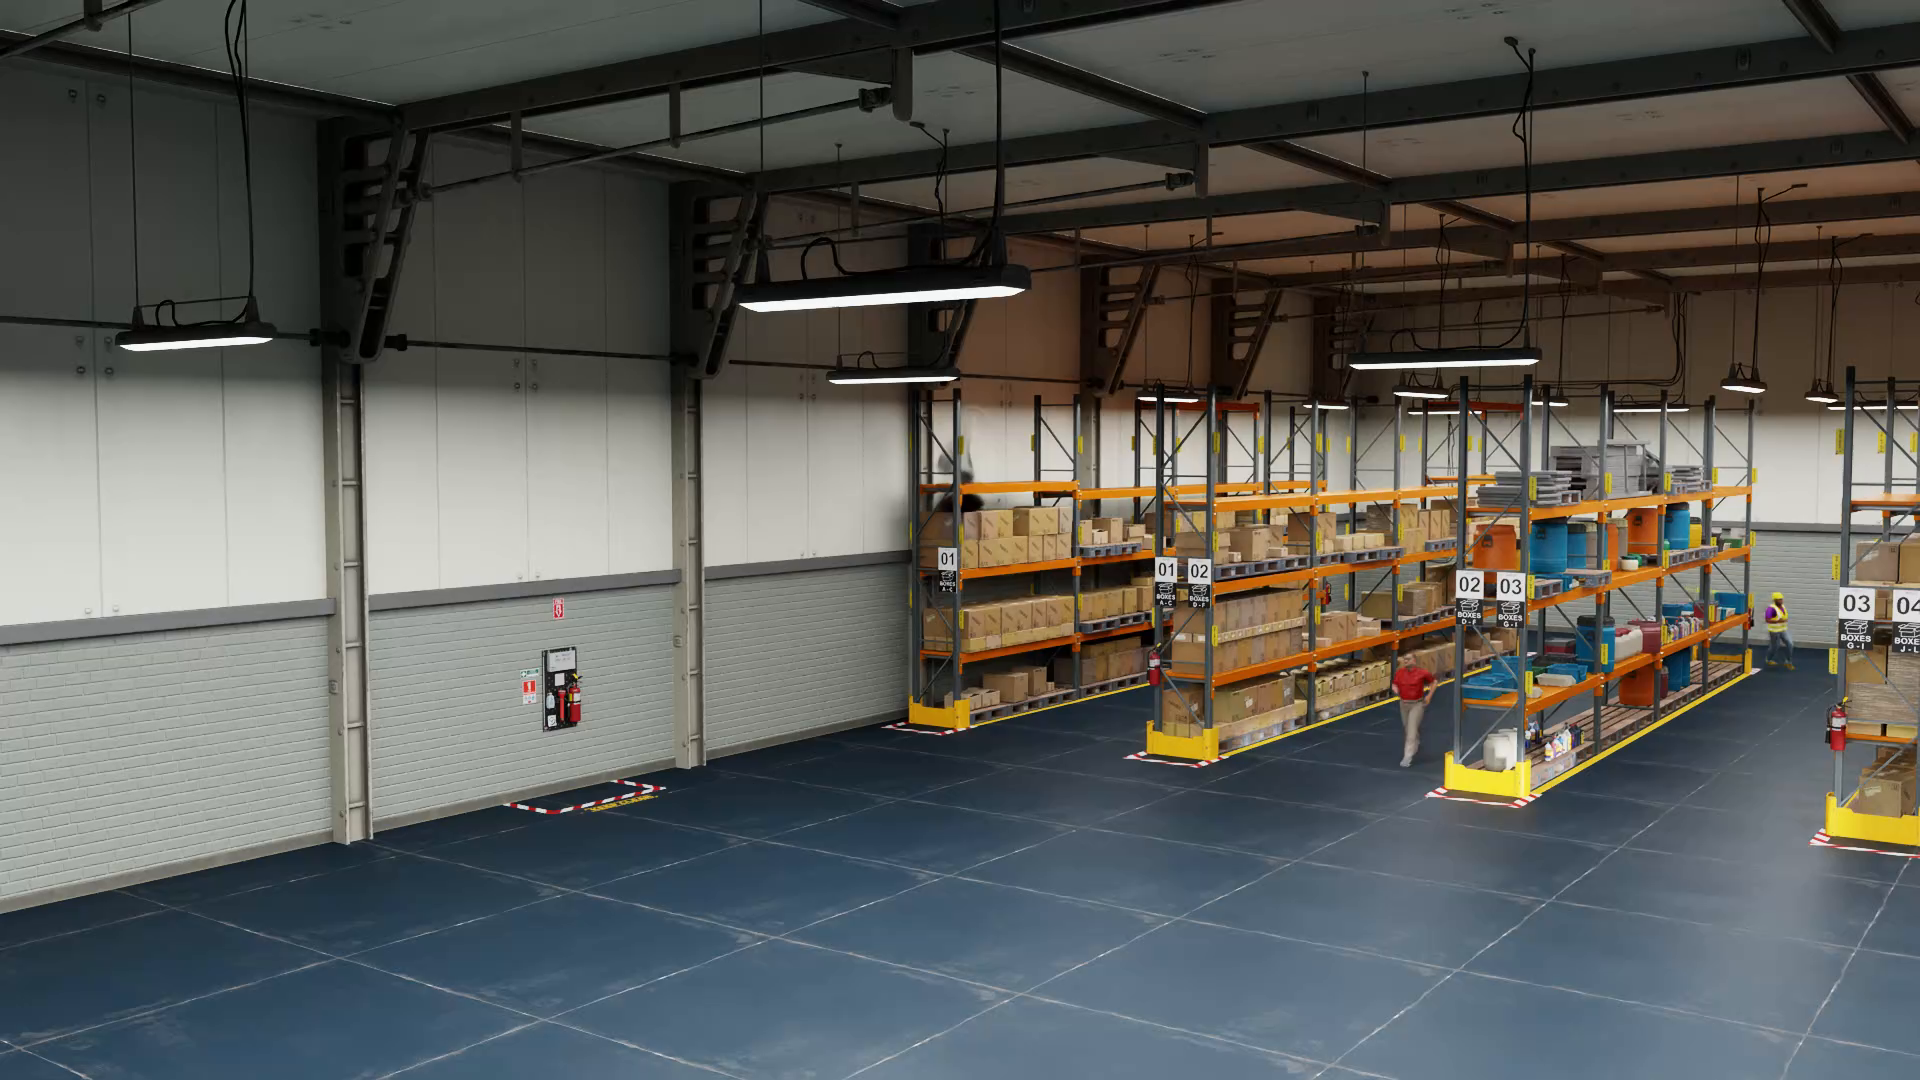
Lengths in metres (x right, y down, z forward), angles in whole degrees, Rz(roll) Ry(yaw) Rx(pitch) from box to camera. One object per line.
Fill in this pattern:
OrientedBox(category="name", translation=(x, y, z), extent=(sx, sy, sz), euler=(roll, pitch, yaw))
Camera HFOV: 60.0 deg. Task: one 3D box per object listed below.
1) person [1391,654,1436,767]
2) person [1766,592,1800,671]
OrientedBox(category="person", translation=(7.131, 2.655, 26.219), extent=(0.672, 1.743, 0.968), euler=(3, 4, 42))
OrientedBox(category="person", translation=(18.192, 2.042, 37.041), extent=(0.729, 1.790, 0.784), euler=(-1, 4, -22))
